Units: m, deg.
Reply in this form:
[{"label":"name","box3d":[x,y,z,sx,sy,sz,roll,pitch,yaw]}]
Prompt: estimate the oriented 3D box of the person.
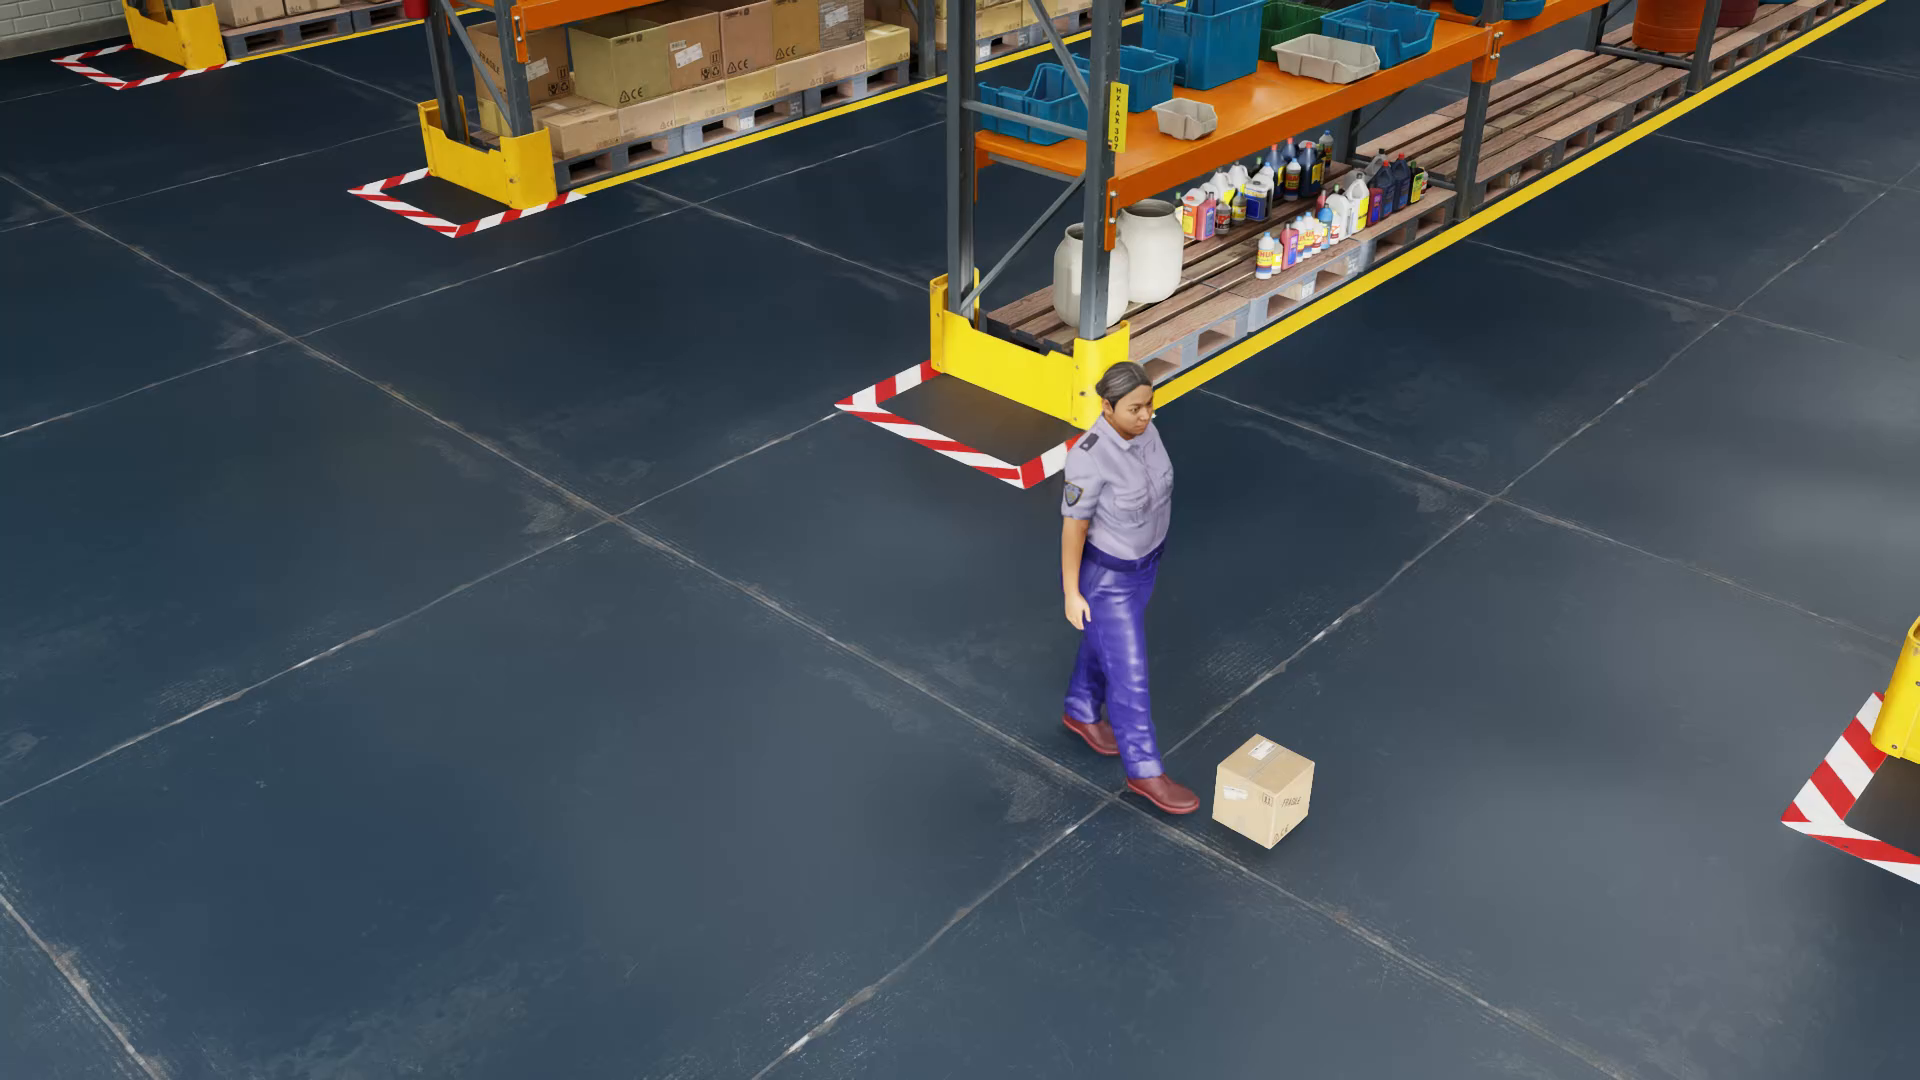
[{"label":"person","box3d":[0.657,0.156,5.891,0.697,1.625,0.499,21,37,30]}]
